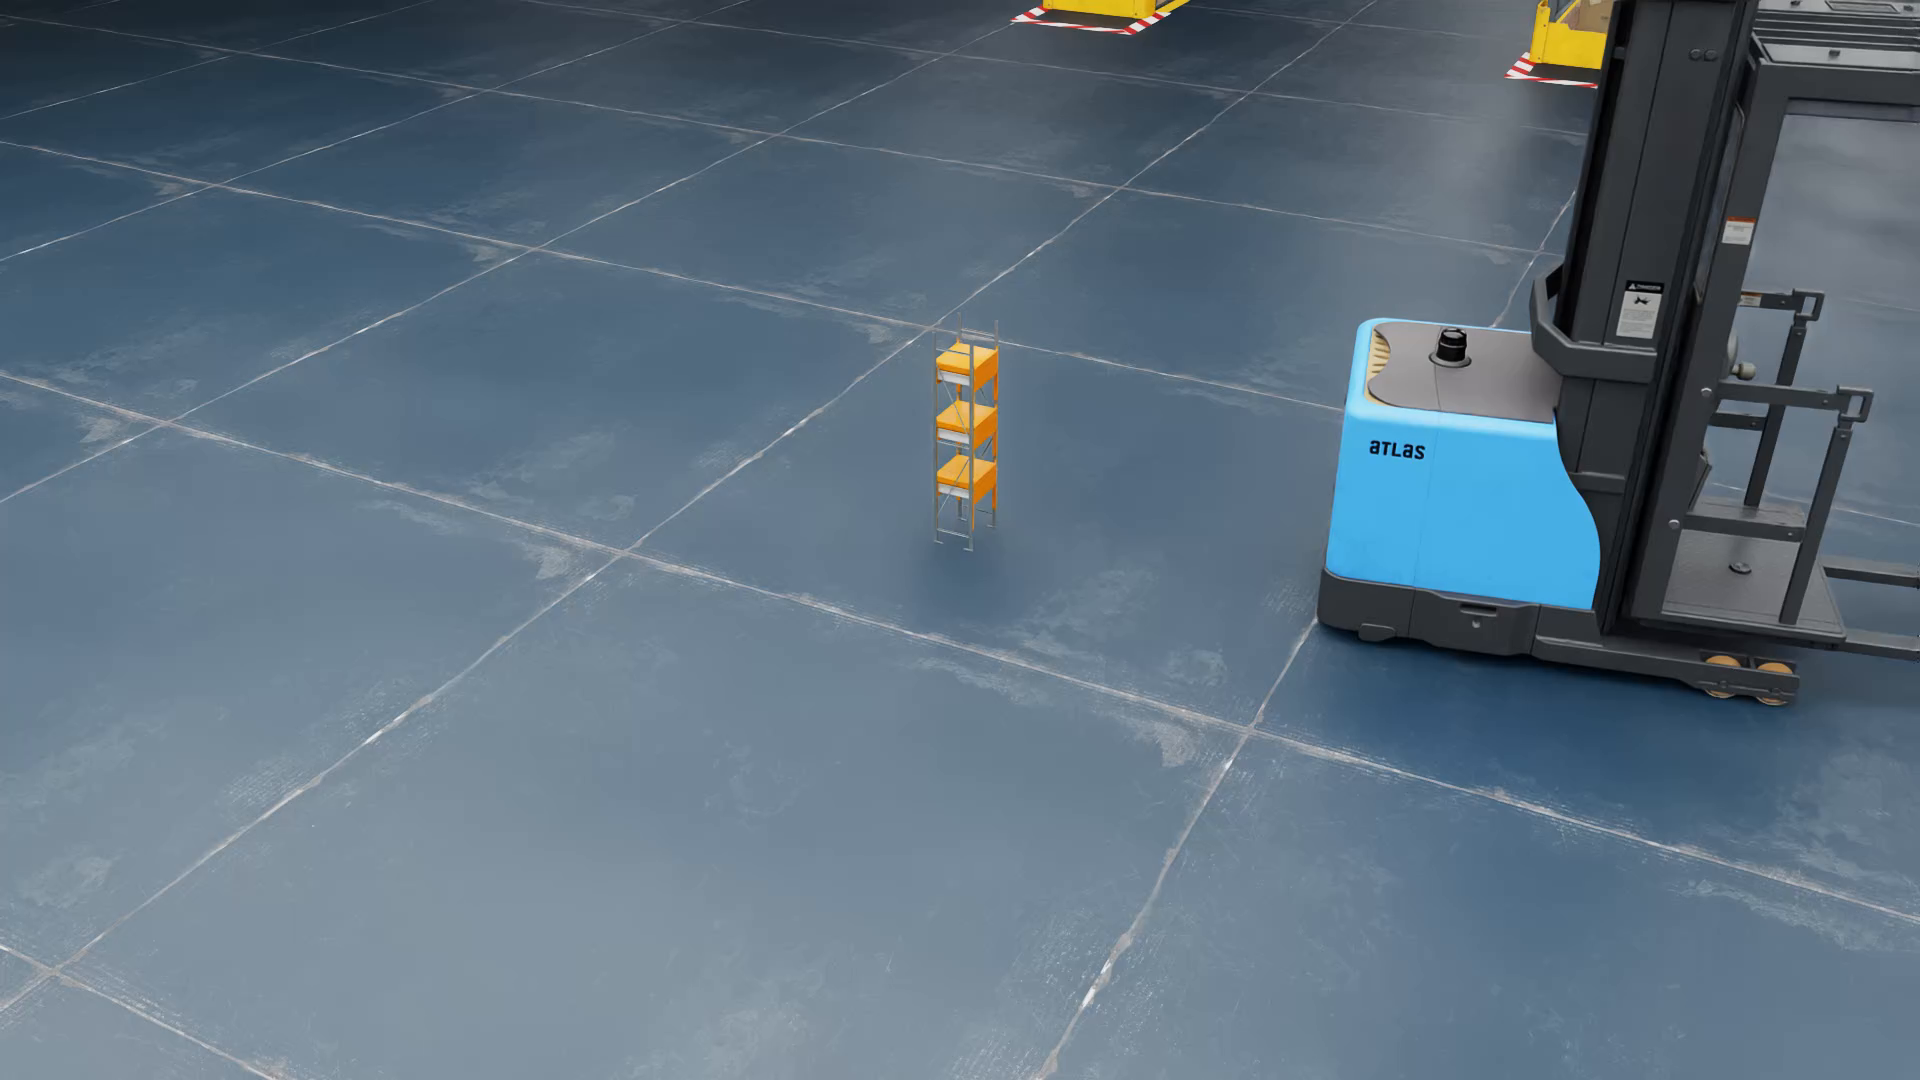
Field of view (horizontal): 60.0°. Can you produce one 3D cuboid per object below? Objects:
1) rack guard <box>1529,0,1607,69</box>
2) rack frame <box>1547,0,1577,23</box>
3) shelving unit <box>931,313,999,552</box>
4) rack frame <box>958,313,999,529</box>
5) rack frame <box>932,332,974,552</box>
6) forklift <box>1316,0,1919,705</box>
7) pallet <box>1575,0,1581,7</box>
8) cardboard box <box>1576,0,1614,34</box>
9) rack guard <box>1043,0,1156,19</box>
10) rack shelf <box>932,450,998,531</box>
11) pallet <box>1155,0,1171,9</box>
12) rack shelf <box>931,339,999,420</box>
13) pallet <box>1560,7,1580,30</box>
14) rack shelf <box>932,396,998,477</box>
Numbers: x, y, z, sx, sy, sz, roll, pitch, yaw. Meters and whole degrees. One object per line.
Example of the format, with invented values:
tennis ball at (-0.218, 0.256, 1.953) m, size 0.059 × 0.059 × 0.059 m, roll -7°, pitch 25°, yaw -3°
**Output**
rack guard at (5.900, -4.628, 15.307) m, size 1.175 × 0.500 × 0.348 m, roll 14°, pitch 33°, yaw 23°
rack frame at (5.866, -5.678, 14.626) m, size 1.000 × 3.000 × 0.127 m, roll 14°, pitch 33°, yaw 23°
shelving unit at (0.024, -0.479, 7.530) m, size 0.215 × 1.050 × 0.252 m, roll 14°, pitch 33°, yaw 23°
rack frame at (0.080, -0.533, 7.624) m, size 0.200 × 1.050 × 0.008 m, roll 14°, pitch 33°, yaw 23°
rack frame at (-0.031, -0.425, 7.436) m, size 0.200 × 1.050 × 0.008 m, roll 14°, pitch 33°, yaw 23°
forklift at (3.088, -0.909, 6.390) m, size 3.031 × 2.935 × 1.130 m, roll 8°, pitch 31°, yaw 13°
pallet at (6.859, -5.394, 16.931) m, size 1.003 × 0.211 × 1.213 m, roll 14°, pitch 33°, yaw 23°
cardboard box at (6.165, -5.050, 15.620) m, size 0.500 × 0.500 × 0.500 m, roll 21°, pitch 36°, yaw 32°
rack guard at (1.449, -5.762, 17.283) m, size 1.175 × 0.500 × 0.348 m, roll 14°, pitch 33°, yaw 23°
rack shelf at (0.024, -0.229, 7.674) m, size 0.215 × 0.259 × 0.240 m, roll 14°, pitch 33°, yaw 23°
pallet at (1.824, -5.996, 17.980) m, size 1.003 × 0.211 × 1.213 m, roll 14°, pitch 33°, yaw 23°
rack shelf at (0.024, -0.716, 7.394) m, size 0.215 × 0.259 × 0.240 m, roll 14°, pitch 33°, yaw 23°
pallet at (6.302, -4.855, 15.993) m, size 1.003 × 0.211 × 1.213 m, roll 14°, pitch 33°, yaw 23°
rack shelf at (0.024, -0.470, 7.535) m, size 0.215 × 0.259 × 0.240 m, roll 14°, pitch 33°, yaw 23°
